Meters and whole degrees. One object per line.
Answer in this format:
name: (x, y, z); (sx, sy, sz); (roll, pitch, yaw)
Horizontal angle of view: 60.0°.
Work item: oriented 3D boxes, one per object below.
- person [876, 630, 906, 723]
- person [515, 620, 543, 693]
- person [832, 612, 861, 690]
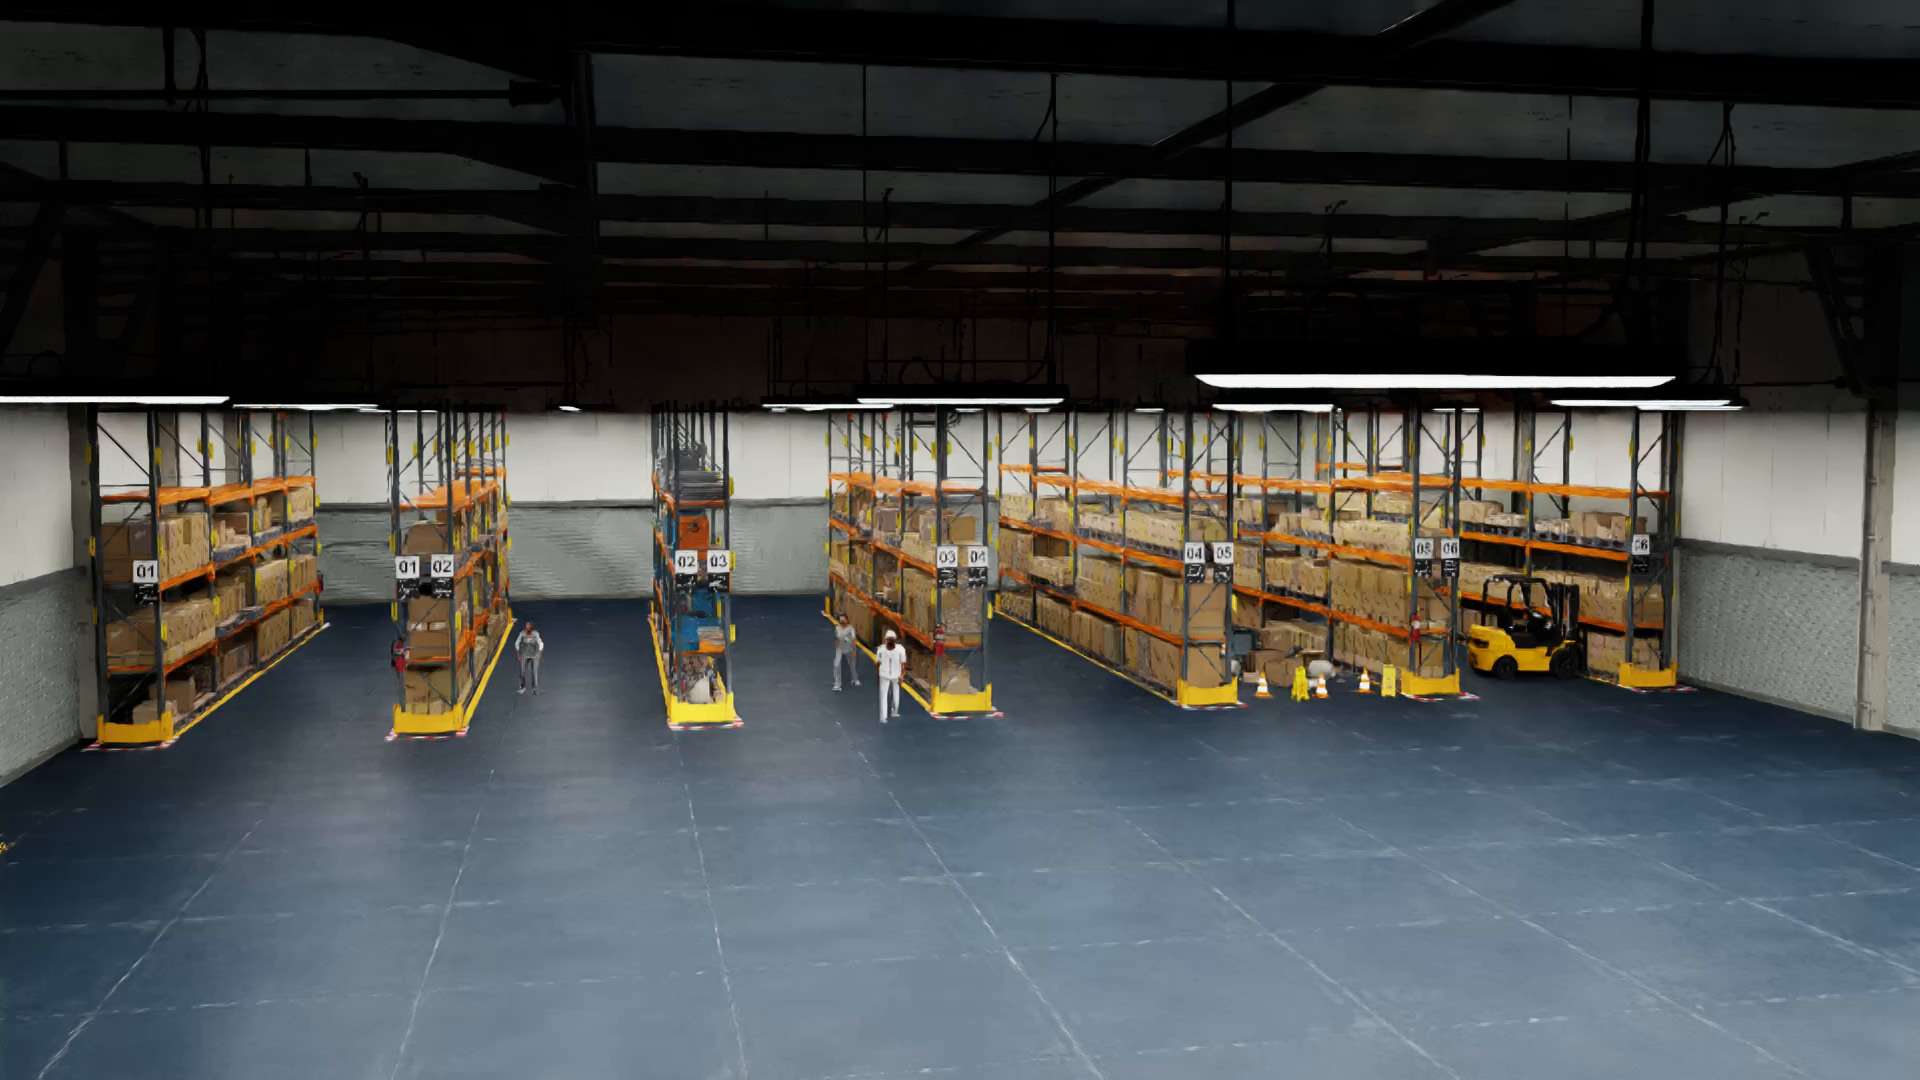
person: (-1.281, 2.524, 31.021); (0.569, 1.707, 1.042); (0, 4, -3)
person: (-8.829, 2.393, 34.068); (0.566, 1.541, 0.519); (-1, 4, -14)
person: (-2.376, 2.302, 34.711); (0.495, 1.609, 0.953); (1, 4, 9)
